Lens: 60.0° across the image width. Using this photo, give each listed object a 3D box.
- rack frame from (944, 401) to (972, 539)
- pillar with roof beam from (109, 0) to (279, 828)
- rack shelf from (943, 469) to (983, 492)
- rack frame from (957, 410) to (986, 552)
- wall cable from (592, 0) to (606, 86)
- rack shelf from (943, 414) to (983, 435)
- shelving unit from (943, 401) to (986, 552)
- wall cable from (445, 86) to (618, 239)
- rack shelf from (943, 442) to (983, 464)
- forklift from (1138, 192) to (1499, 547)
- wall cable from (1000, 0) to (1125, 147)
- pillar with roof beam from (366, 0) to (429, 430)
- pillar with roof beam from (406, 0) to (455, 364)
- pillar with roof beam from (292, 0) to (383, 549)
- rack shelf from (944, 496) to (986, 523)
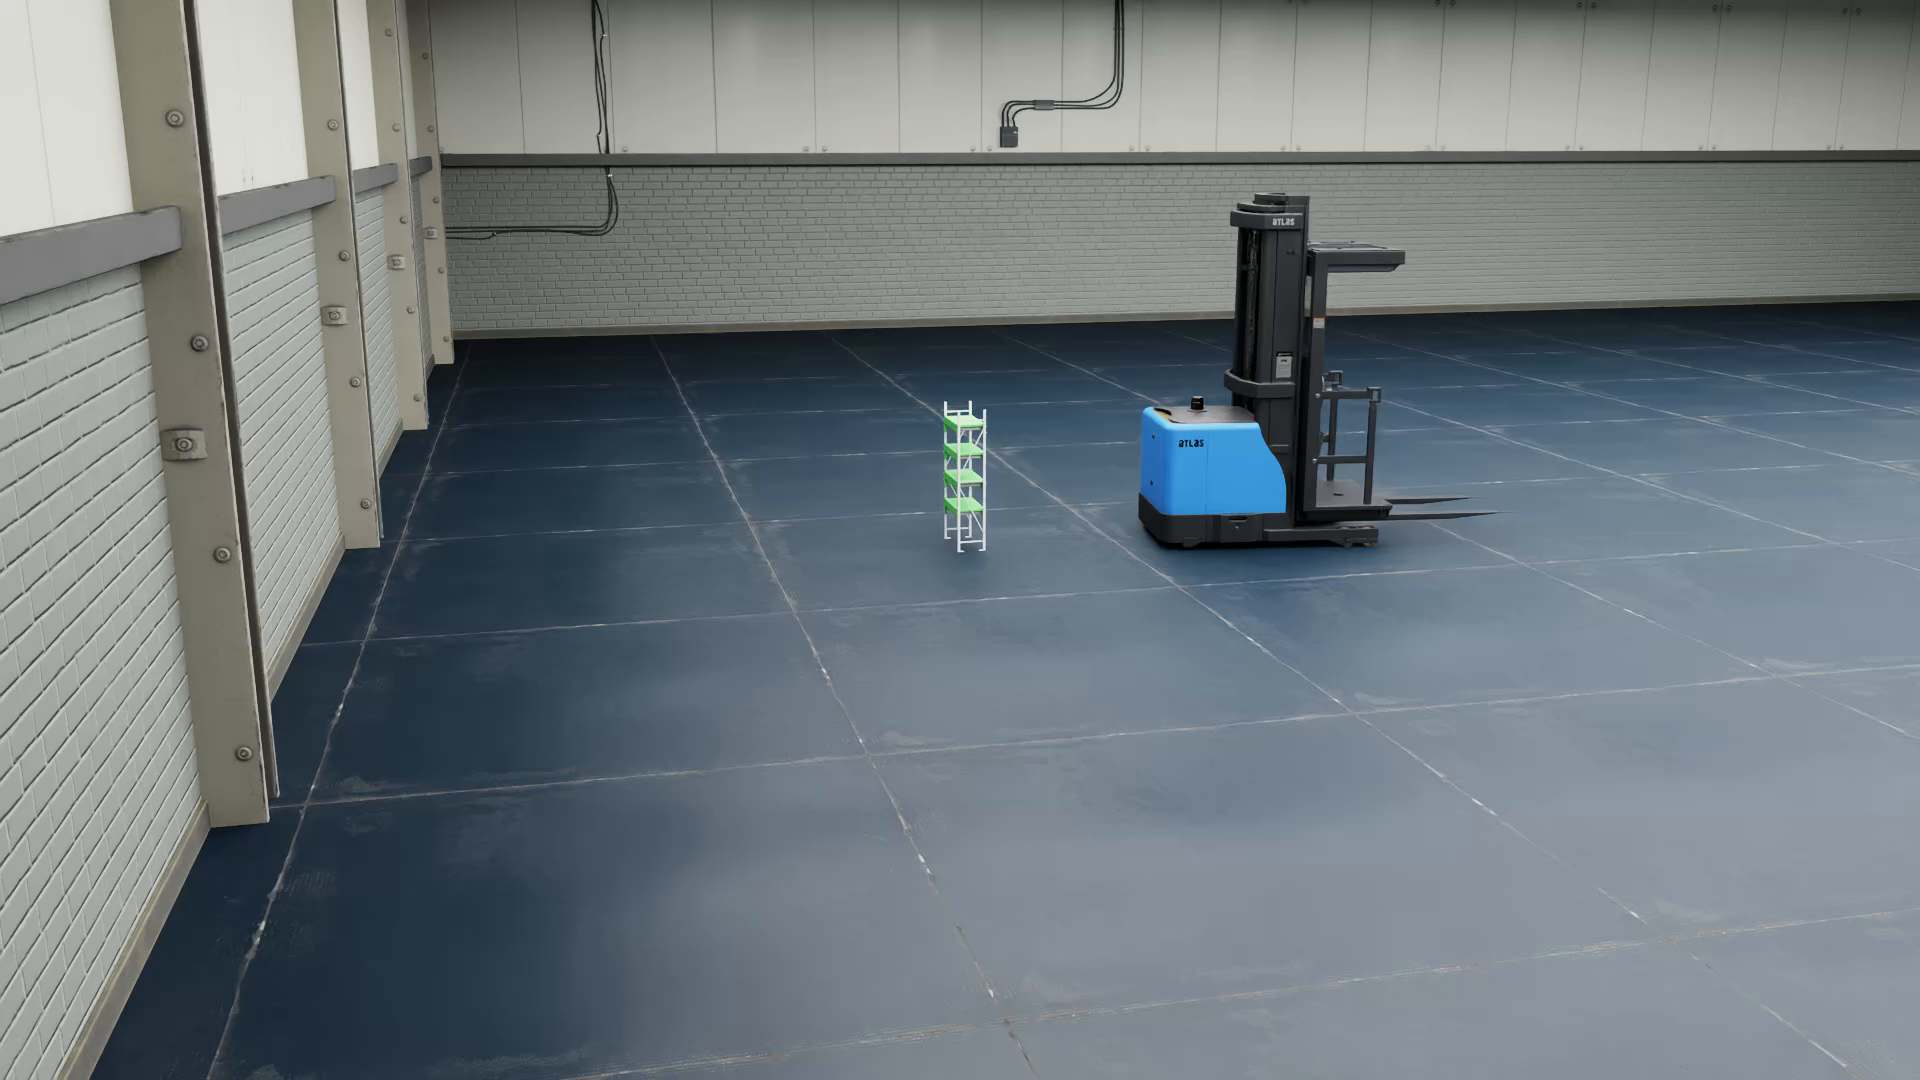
[{"bbox_3d":[-0.018,-0.601,14.359,0.240,1.200,0.015,-3,14,-13],"label":"rack frame"},{"bbox_3d":[0.446,-3.203,8.576,9.100,9.000,0.400,-3,14,-13],"label":"pillar with roof beam"},{"bbox_3d":[0.039,-0.483,14.144,0.258,0.148,0.480,-3,14,-13],"label":"rack shelf"},{"bbox_3d":[0.096,-0.488,13.898,0.240,1.200,0.015,-3,14,-13],"label":"rack frame"},{"bbox_3d":[-4.743,-8.964,28.060,3.097,2.526,0.112,-3,14,-13],"label":"wall cable"},{"bbox_3d":[0.039,-0.949,14.030,0.258,0.148,0.480,-3,14,-13],"label":"rack shelf"},{"bbox_3d":[0.039,-0.545,14.128,0.258,1.200,0.503,-3,14,-13],"label":"shelving unit"},{"bbox_3d":[-7.373,-6.360,28.042,3.097,2.526,0.112,-3,14,-13],"label":"wall cable"},{"bbox_3d":[0.039,-0.716,14.087,0.258,0.148,0.480,-3,14,-13],"label":"rack shelf"},{"bbox_3d":[3.152,-1.489,14.345,3.031,2.935,1.130,-1,14,-6],"label":"forklift"},{"bbox_3d":[1.859,-10.046,29.421,2.305,6.003,0.169,-3,14,-13],"label":"wall cable"},{"bbox_3d":[-2.372,-5.971,19.907,9.100,9.000,0.400,-3,14,-13],"label":"pillar with roof beam"},{"bbox_3d":[-3.781,-7.355,25.572,9.100,9.000,0.400,-3,14,-13],"label":"pillar with roof beam"},{"bbox_3d":[-0.963,-4.587,14.241,9.100,9.000,0.400,-3,14,-13],"label":"pillar with roof beam"},{"bbox_3d":[0.039,-0.249,14.200,0.258,0.148,0.480,-3,14,-13],"label":"rack shelf"}]
